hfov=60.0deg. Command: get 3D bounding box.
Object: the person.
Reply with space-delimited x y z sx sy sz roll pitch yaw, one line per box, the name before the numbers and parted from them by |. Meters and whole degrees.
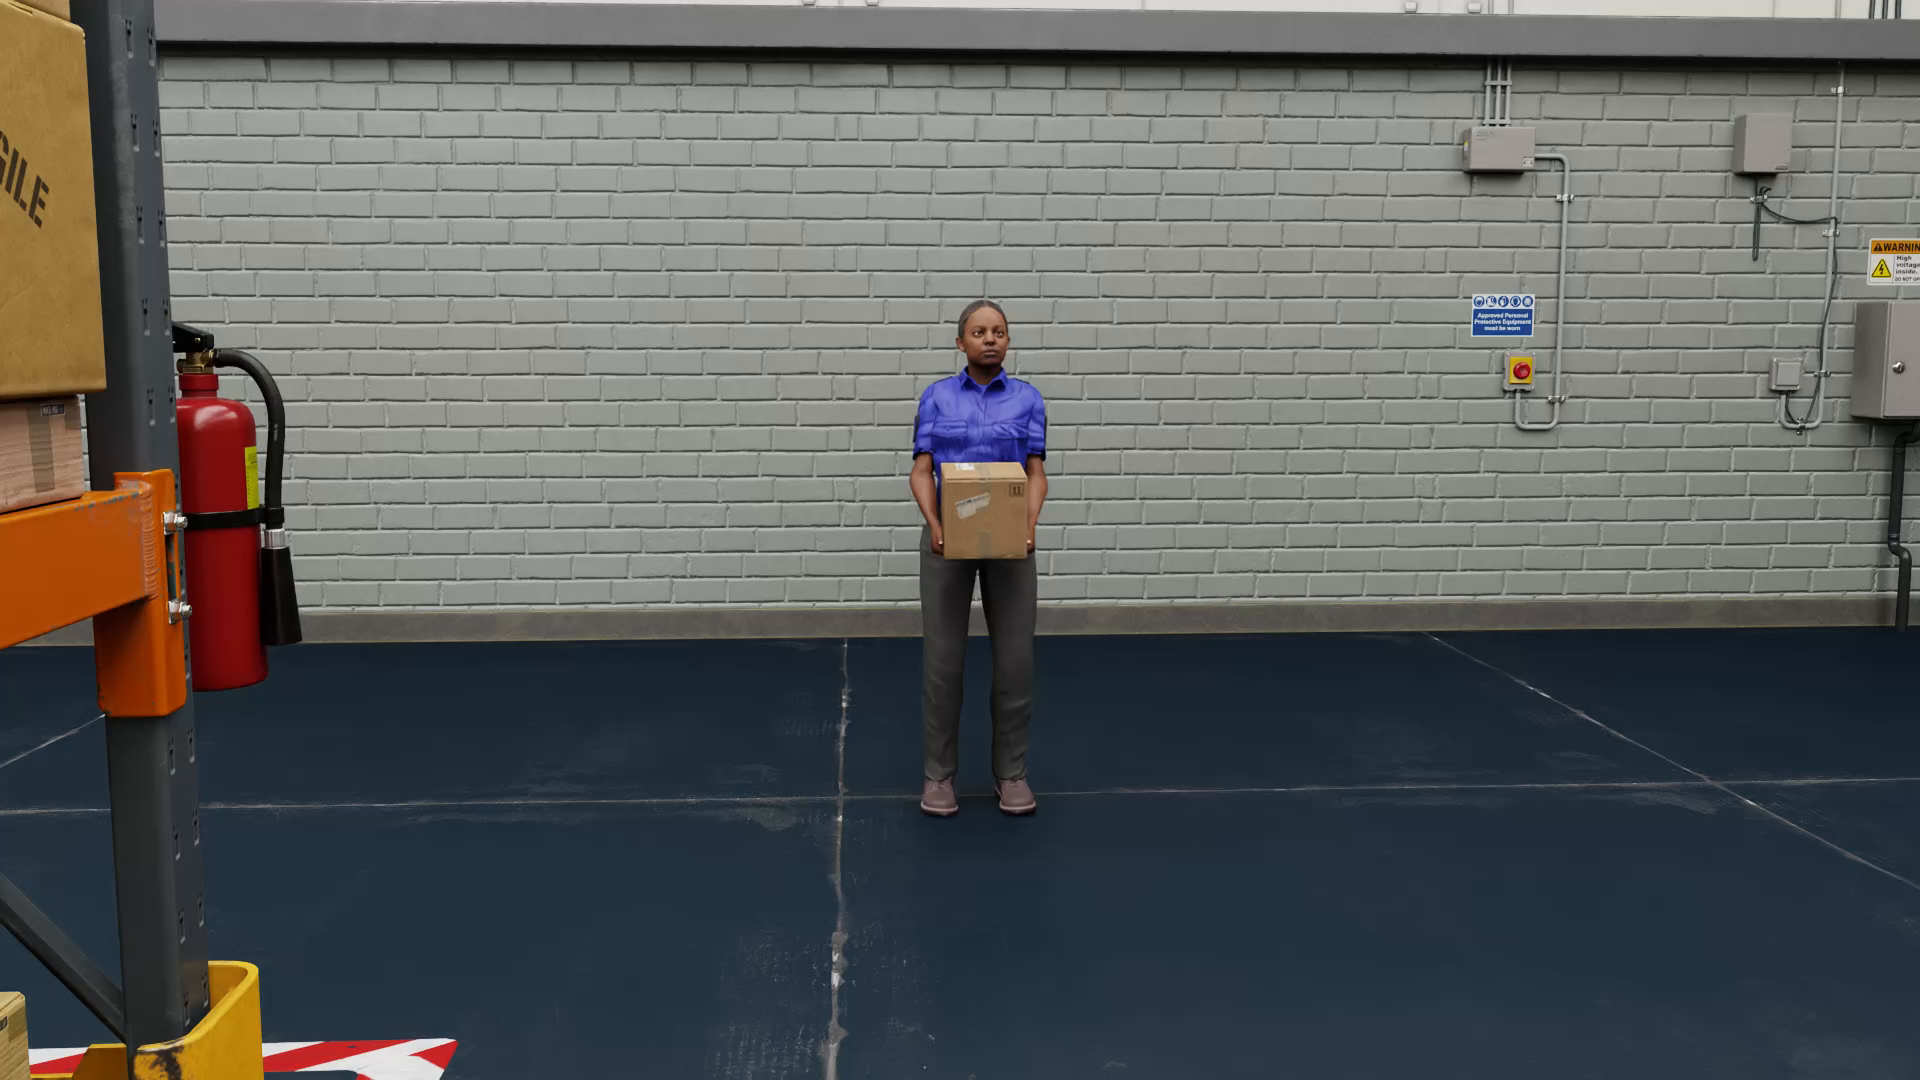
person | 0.065 0.061 5.318 0.450 1.646 0.522 0 7 -3
